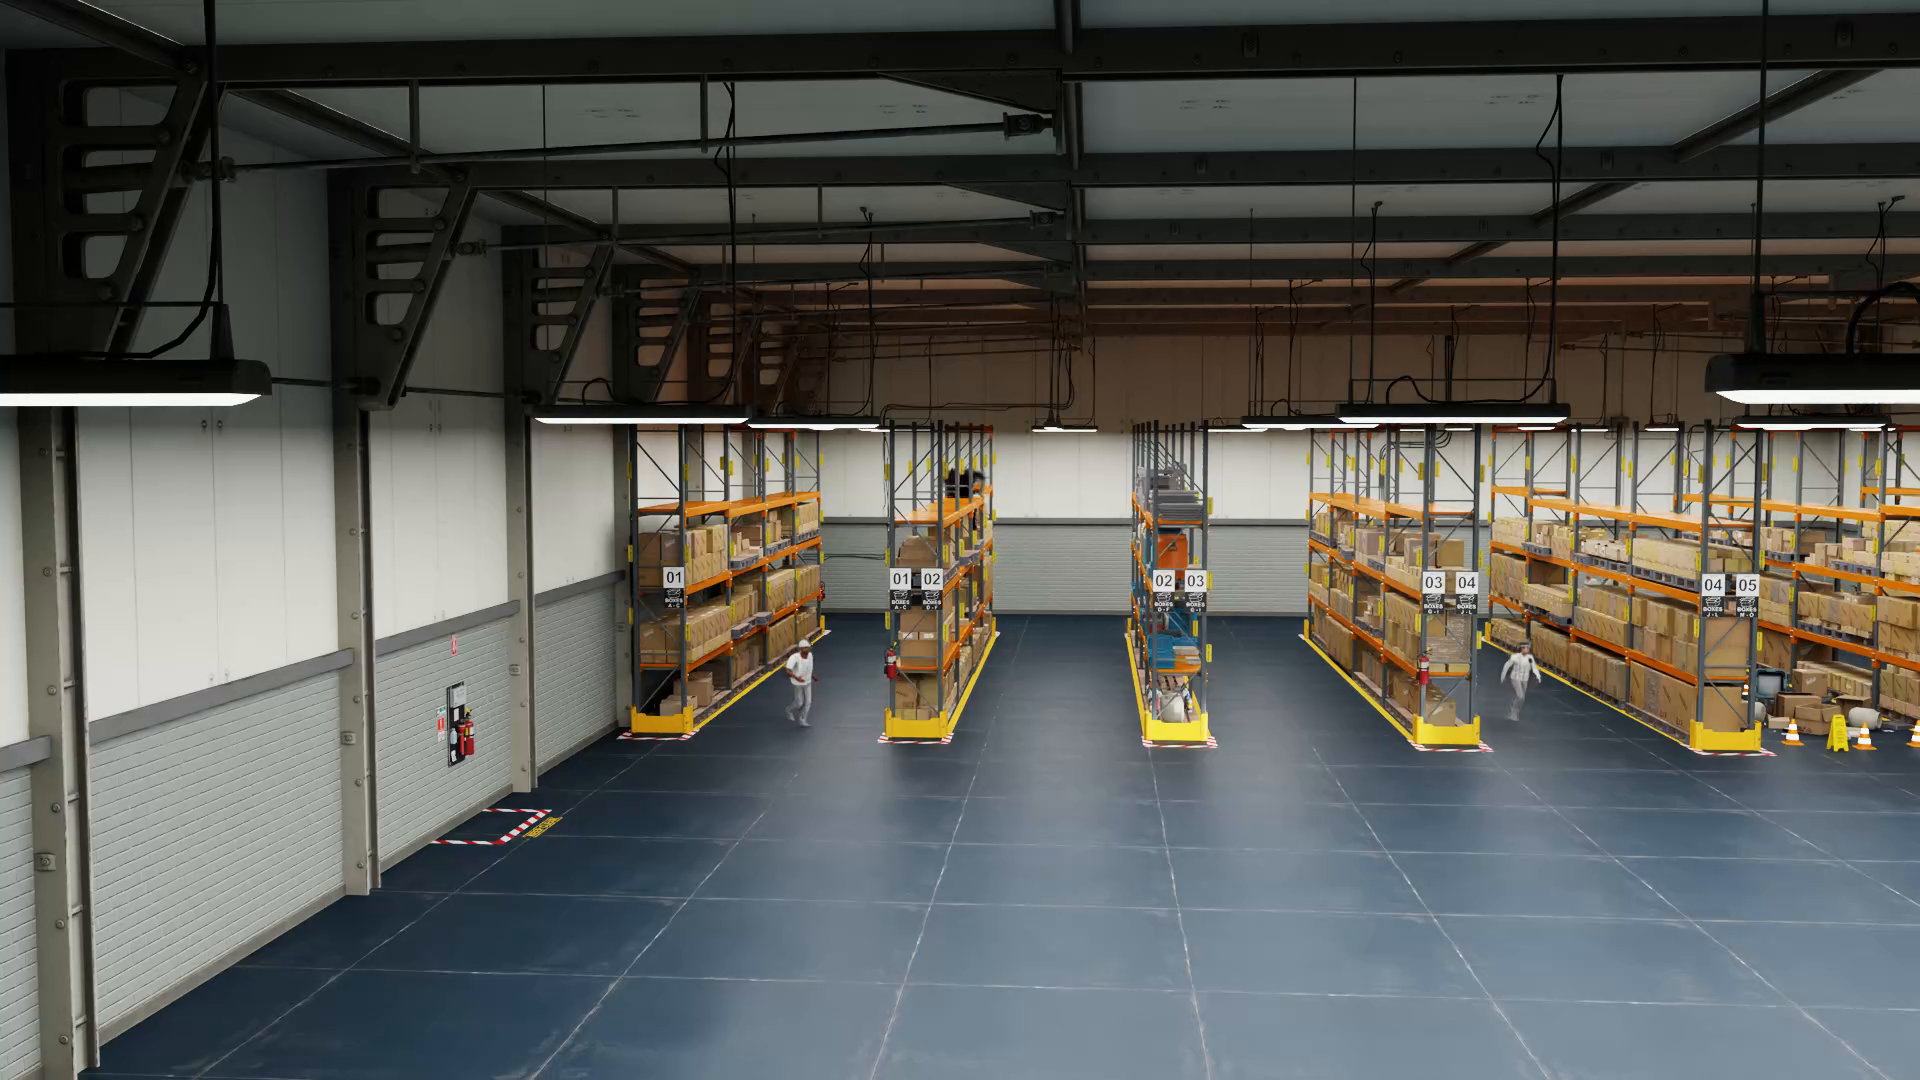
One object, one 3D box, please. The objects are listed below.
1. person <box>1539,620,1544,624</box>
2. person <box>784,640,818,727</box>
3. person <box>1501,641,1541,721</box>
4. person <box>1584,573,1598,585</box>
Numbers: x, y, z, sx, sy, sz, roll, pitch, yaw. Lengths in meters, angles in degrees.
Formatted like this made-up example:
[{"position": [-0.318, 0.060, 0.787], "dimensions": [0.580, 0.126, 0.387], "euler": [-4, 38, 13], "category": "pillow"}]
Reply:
[{"position": [16.522, 1.919, 46.835], "dimensions": [0.608, 1.628, 0.899], "euler": [-2, 4, -31], "category": "person"}, {"position": [-3.162, 2.807, 32.712], "dimensions": [0.701, 1.714, 0.761], "euler": [-3, 5, -39], "category": "person"}, {"position": [11.187, 2.806, 33.042], "dimensions": [0.572, 1.619, 0.771], "euler": [-1, 4, -14], "category": "person"}, {"position": [18.638, 1.731, 49.169], "dimensions": [0.778, 1.755, 0.613], "euler": [-1, 4, -16], "category": "person"}]
